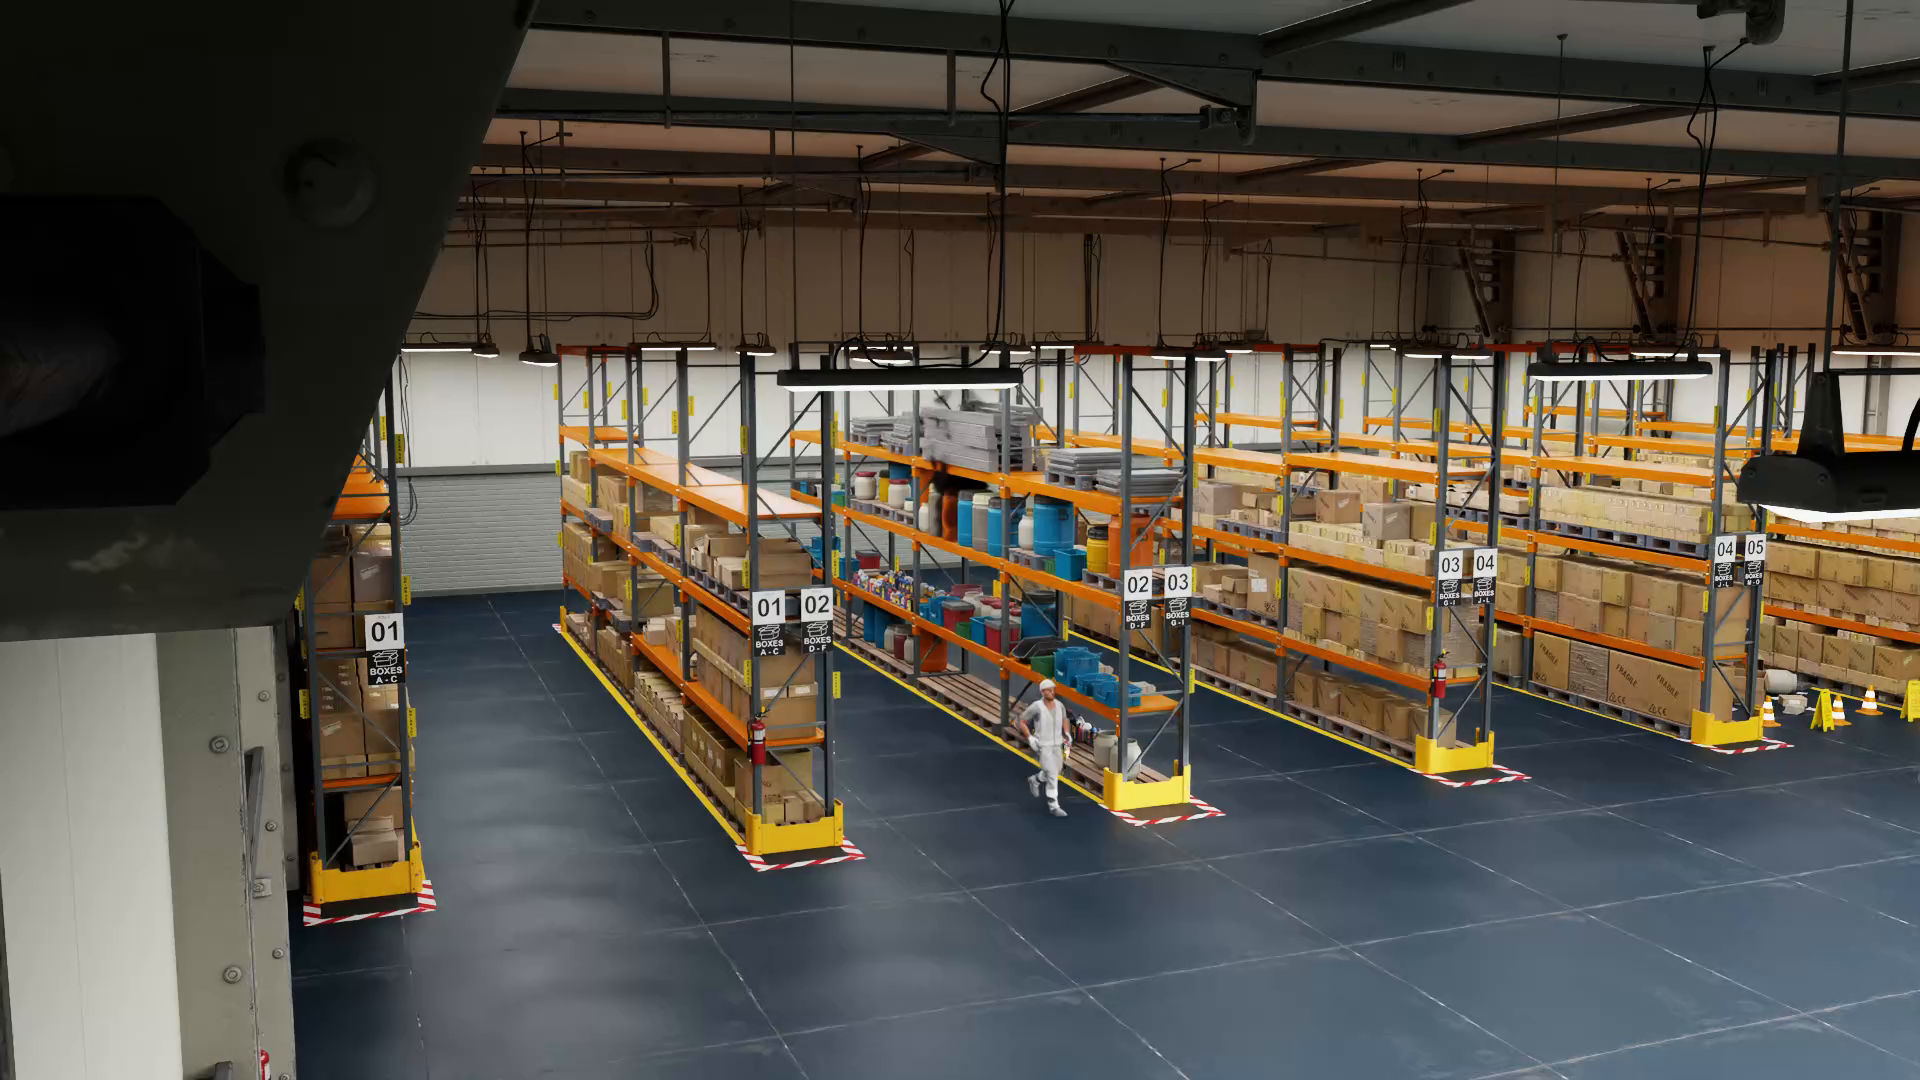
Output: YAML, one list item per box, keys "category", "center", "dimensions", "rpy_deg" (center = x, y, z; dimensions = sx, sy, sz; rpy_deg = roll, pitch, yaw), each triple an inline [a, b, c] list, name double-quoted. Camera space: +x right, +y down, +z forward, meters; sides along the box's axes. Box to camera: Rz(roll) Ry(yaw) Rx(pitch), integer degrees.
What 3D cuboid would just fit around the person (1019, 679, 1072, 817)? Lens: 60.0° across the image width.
- category: "person"
  center: [1.122, 2.689, 21.809]
  dimensions: [0.687, 1.763, 0.881]
  rpy_deg: [-5, 9, -34]
